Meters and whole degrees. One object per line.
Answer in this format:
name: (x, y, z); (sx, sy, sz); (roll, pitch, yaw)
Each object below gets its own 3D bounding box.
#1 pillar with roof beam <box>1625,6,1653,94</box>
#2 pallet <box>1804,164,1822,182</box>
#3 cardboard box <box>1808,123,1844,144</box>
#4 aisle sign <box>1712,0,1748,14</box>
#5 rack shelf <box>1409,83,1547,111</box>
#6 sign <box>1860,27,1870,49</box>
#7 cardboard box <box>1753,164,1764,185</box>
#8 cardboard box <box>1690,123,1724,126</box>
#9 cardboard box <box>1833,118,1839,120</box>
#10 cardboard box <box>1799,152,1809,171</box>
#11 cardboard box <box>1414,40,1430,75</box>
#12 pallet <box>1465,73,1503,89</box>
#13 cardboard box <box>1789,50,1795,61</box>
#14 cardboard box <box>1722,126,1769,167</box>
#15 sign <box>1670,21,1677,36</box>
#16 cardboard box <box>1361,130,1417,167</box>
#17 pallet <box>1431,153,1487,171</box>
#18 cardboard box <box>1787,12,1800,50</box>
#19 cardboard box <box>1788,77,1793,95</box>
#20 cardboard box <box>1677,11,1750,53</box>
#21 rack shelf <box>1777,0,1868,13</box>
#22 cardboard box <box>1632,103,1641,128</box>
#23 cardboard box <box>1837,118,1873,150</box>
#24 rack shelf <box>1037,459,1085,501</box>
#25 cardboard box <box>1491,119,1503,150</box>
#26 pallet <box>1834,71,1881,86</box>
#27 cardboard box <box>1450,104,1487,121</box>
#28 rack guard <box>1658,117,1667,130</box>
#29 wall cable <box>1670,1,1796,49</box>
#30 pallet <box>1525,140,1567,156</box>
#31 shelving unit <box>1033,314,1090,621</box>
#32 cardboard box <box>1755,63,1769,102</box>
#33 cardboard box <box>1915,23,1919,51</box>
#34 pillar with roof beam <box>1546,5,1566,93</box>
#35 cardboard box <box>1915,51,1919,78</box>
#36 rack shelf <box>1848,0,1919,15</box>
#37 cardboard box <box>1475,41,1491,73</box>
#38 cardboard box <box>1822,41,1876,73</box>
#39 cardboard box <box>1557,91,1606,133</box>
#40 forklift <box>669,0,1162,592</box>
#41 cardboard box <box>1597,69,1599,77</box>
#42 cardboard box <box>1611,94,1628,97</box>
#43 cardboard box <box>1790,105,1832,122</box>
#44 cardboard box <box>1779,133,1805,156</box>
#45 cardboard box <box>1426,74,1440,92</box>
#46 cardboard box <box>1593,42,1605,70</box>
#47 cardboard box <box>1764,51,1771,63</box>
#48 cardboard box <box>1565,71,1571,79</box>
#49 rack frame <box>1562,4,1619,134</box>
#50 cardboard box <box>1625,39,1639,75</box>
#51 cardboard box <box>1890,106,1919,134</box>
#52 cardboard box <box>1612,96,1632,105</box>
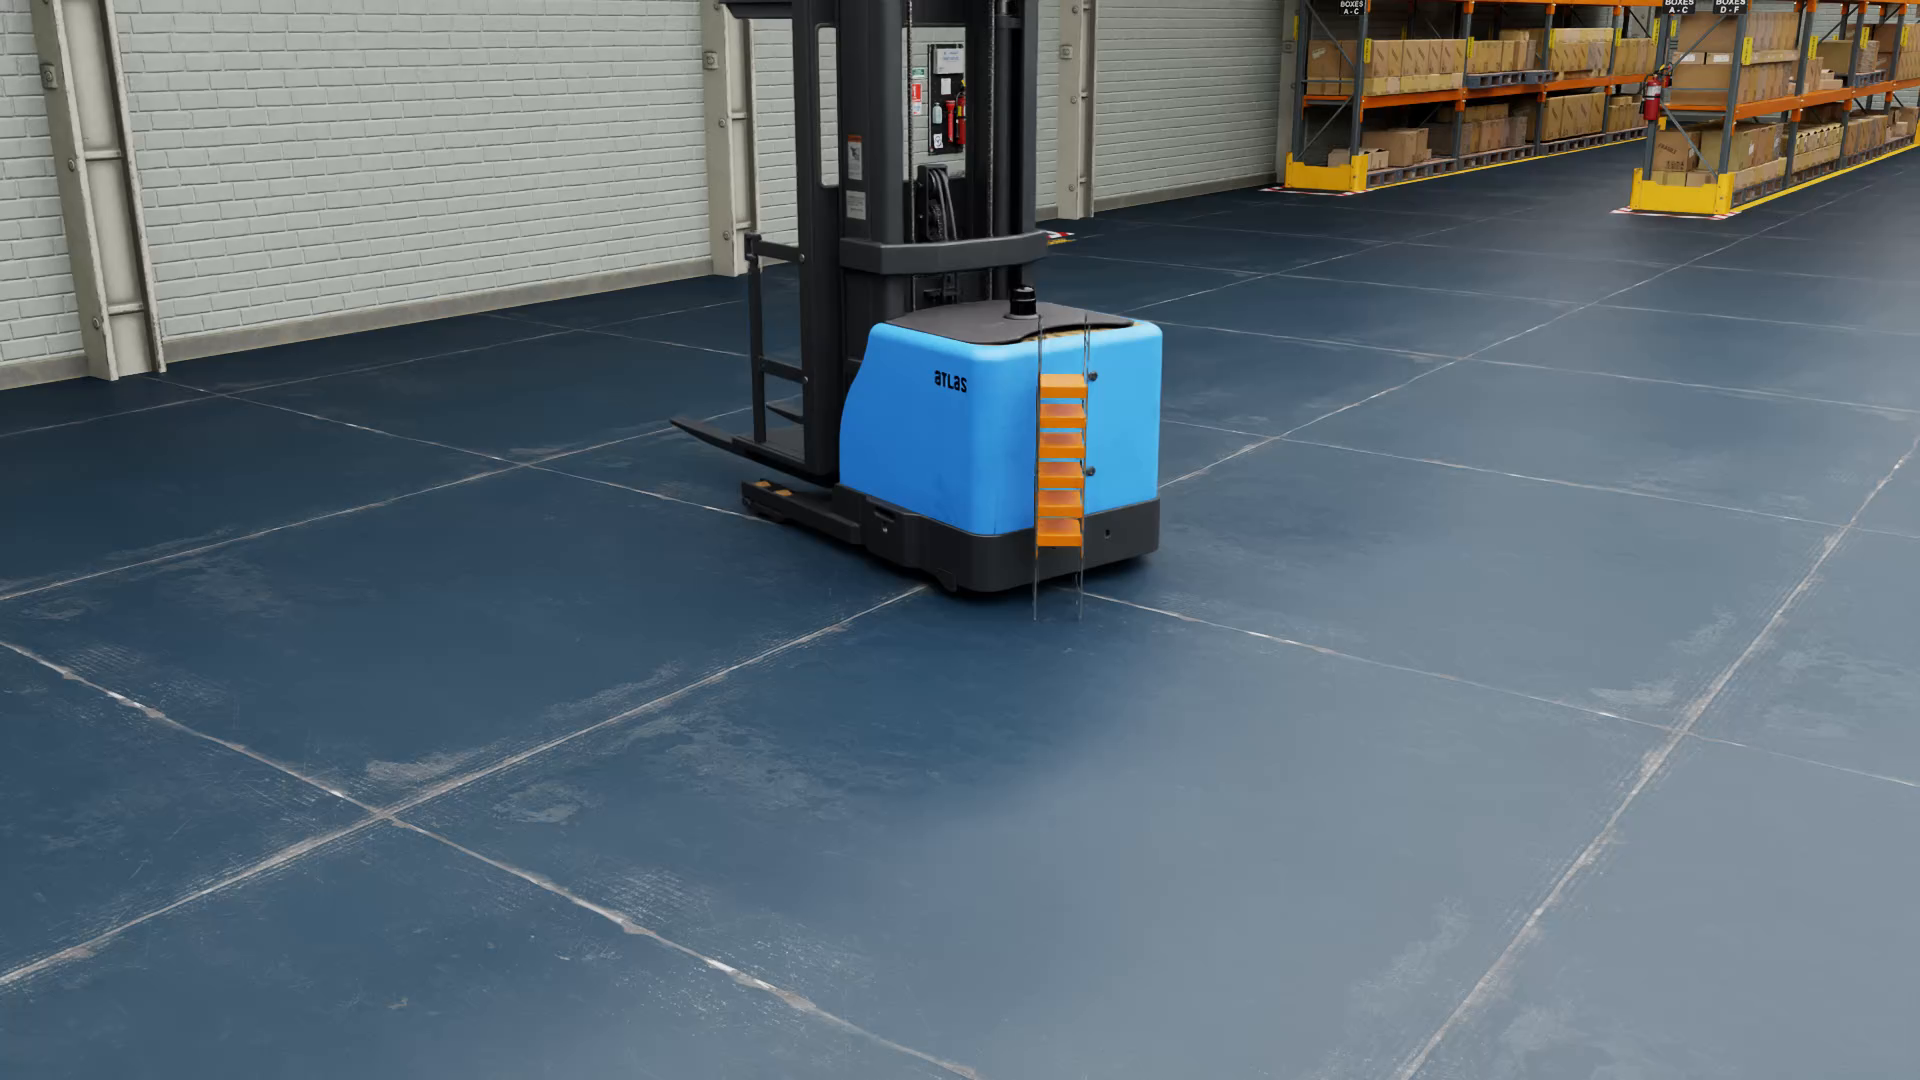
pillar with roof beam: (19.182, -13.259, 35.266); (9.100, 9.000, 0.400); (12, 21, 35)
pallet: (12.775, -5.768, 25.963); (1.003, 0.211, 1.213); (12, 21, 35)
cardboard box: (13.910, -6.565, 26.811); (0.500, 0.311, 0.500); (13, 22, 36)
aisle sign: (9.465, -6.845, 20.344); (0.394, 0.787, 0.004); (12, 21, 35)
rack shelf: (8.852, -7.633, 28.479); (1.077, 0.370, 4.000); (12, 21, 35)
sign: (14.472, -8.034, 26.605); (0.100, 0.325, 0.005); (12, 21, 35)
cardboard box: (10.651, -5.006, 22.734); (0.500, 0.250, 0.500); (12, 21, 35)
cardboard box: (10.518, -5.578, 23.312); (0.500, 0.500, 0.500); (12, 21, 35)
cardboard box: (15.010, -7.108, 29.049); (0.500, 0.500, 0.500); (11, 21, 33)
cardboard box: (12.386, -5.687, 24.927); (0.500, 0.250, 0.500); (13, 22, 36)
cardboard box: (6.717, -7.267, 25.042); (0.500, 0.500, 0.500); (13, 22, 36)
pallet: (8.233, -7.565, 27.370); (1.003, 0.211, 1.213); (12, 21, 35)
cardboard box: (11.502, -6.822, 23.392); (0.380, 0.149, 0.250); (12, 21, 34)
cardboard box: (10.652, -5.364, 22.622); (0.500, 0.500, 0.500); (12, 21, 35)
sign: (15.238, -10.925, 35.516); (0.100, 0.325, 0.005); (12, 21, 35)
cardboard box: (6.579, -6.014, 25.527); (0.700, 0.500, 0.500); (11, 20, 31)
pallet: (8.123, -6.354, 27.850); (1.003, 0.211, 1.213); (12, 21, 35)
cardboard box: (11.382, -7.186, 23.471); (0.700, 0.500, 0.500); (13, 21, 35)
cardboard box: (11.900, -6.679, 24.447); (0.500, 0.250, 0.500); (14, 22, 38)
cardboard box: (9.578, -6.462, 21.138); (0.700, 0.500, 0.500); (13, 21, 35)
rack shelf: (12.833, -8.191, 25.218); (1.077, 0.370, 4.000); (12, 21, 35)
cardboard box: (13.877, -8.942, 34.987); (0.700, 0.500, 0.500); (12, 21, 33)
cardboard box: (15.442, -7.022, 28.772); (0.500, 0.500, 0.500); (12, 21, 33)
rack shelf: (0.399, -0.240, 6.640); (0.180, 0.103, 0.258); (1, 17, 1)
cardboard box: (8.983, -7.063, 28.904); (0.700, 0.500, 0.500); (12, 21, 34)
pallet: (15.180, -7.951, 28.613); (1.003, 0.211, 1.213); (12, 21, 35)
cardboard box: (8.653, -7.283, 28.347); (0.500, 0.250, 0.500); (12, 21, 33)
rack guard: (14.825, -9.170, 36.431); (1.175, 0.500, 0.348); (12, 21, 35)
wall cable: (18.468, -13.024, 39.747); (3.097, 2.526, 0.112); (12, 21, 35)
pallet: (10.574, -7.296, 30.881); (1.003, 0.211, 1.213); (12, 21, 35)
shelving unit: (0.399, -0.282, 6.627); (0.189, 1.200, 0.258); (1, 17, 1)
cardboard box: (10.467, -6.199, 22.479); (0.700, 0.500, 0.500); (13, 22, 36)
cardboard box: (17.835, -9.487, 31.383); (0.500, 0.500, 0.500); (13, 22, 36)
pillar with roof beam: (15.607, -11.830, 30.664); (9.100, 9.000, 0.400); (12, 21, 35)
cardboard box: (18.135, -9.135, 31.933); (0.500, 0.500, 0.500); (13, 21, 35)
rack shelf: (17.600, -10.097, 31.354); (1.077, 0.370, 4.000); (12, 21, 35)
cardboard box: (8.330, -8.005, 27.554); (0.700, 0.500, 0.500); (15, 23, 40)
cardboard box: (15.008, -8.181, 28.153); (0.500, 0.500, 0.700); (-15, 23, -40)
cardboard box: (12.144, -8.402, 32.658); (0.750, 0.750, 0.750); (13, 21, 35)
forklift: (-0.413, -1.556, 7.811); (1.130, 2.935, 3.031); (-13, 21, -36)
cardboard box: (12.131, -9.047, 32.208); (0.380, 0.149, 0.250); (13, 22, 36)
cardboard box: (13.937, -9.375, 35.289); (0.380, 0.149, 0.250); (13, 21, 35)
cardboard box: (14.423, -7.231, 28.181); (0.500, 0.250, 0.500); (13, 22, 37)
cardboard box: (12.088, -5.835, 24.460); (0.500, 0.311, 0.500); (13, 21, 35)
cardboard box: (7.031, -7.032, 25.550); (0.500, 0.250, 0.500); (12, 21, 34)
cardboard box: (12.059, -9.327, 32.018); (0.500, 0.500, 0.500); (13, 21, 35)
cardboard box: (10.581, -6.452, 22.200); (0.380, 0.149, 0.250); (13, 21, 35)
cardboard box: (11.170, -8.691, 31.064); (0.380, 0.149, 0.250); (13, 21, 36)
rack frame: (12.427, -9.406, 32.974); (1.000, 3.000, 0.127); (12, 21, 35)
cardboard box: (13.203, -9.848, 33.893); (0.980, 0.700, 0.700); (12, 21, 33)
cardboard box: (18.665, -8.327, 32.974); (0.500, 0.500, 0.500); (12, 21, 35)
cardboard box: (13.617, -9.056, 34.261); (0.380, 0.149, 0.250); (12, 21, 33)
